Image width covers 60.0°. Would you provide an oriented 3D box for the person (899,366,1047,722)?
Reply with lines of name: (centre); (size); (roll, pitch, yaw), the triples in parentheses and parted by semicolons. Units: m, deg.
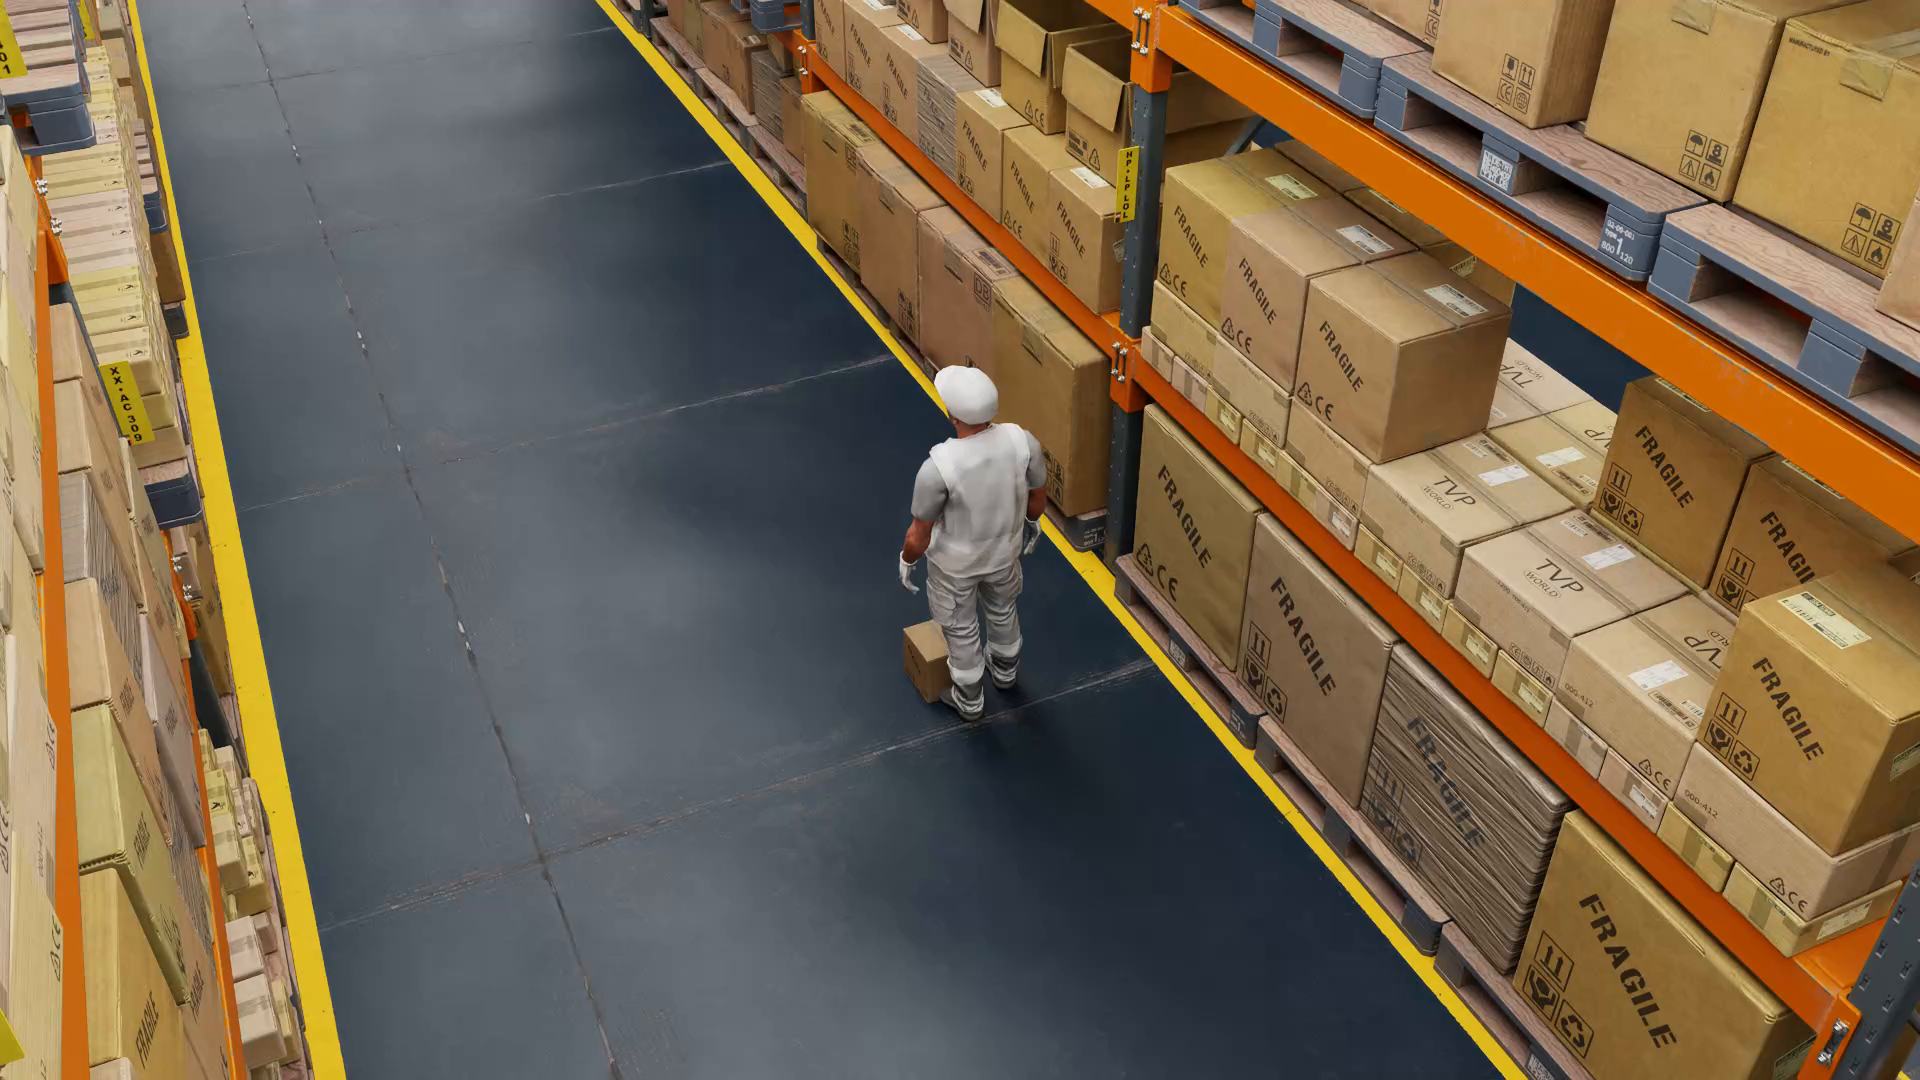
person: (0.027, 0.000, 6.819); (0.638, 1.789, 0.563); (-16, 40, -20)
